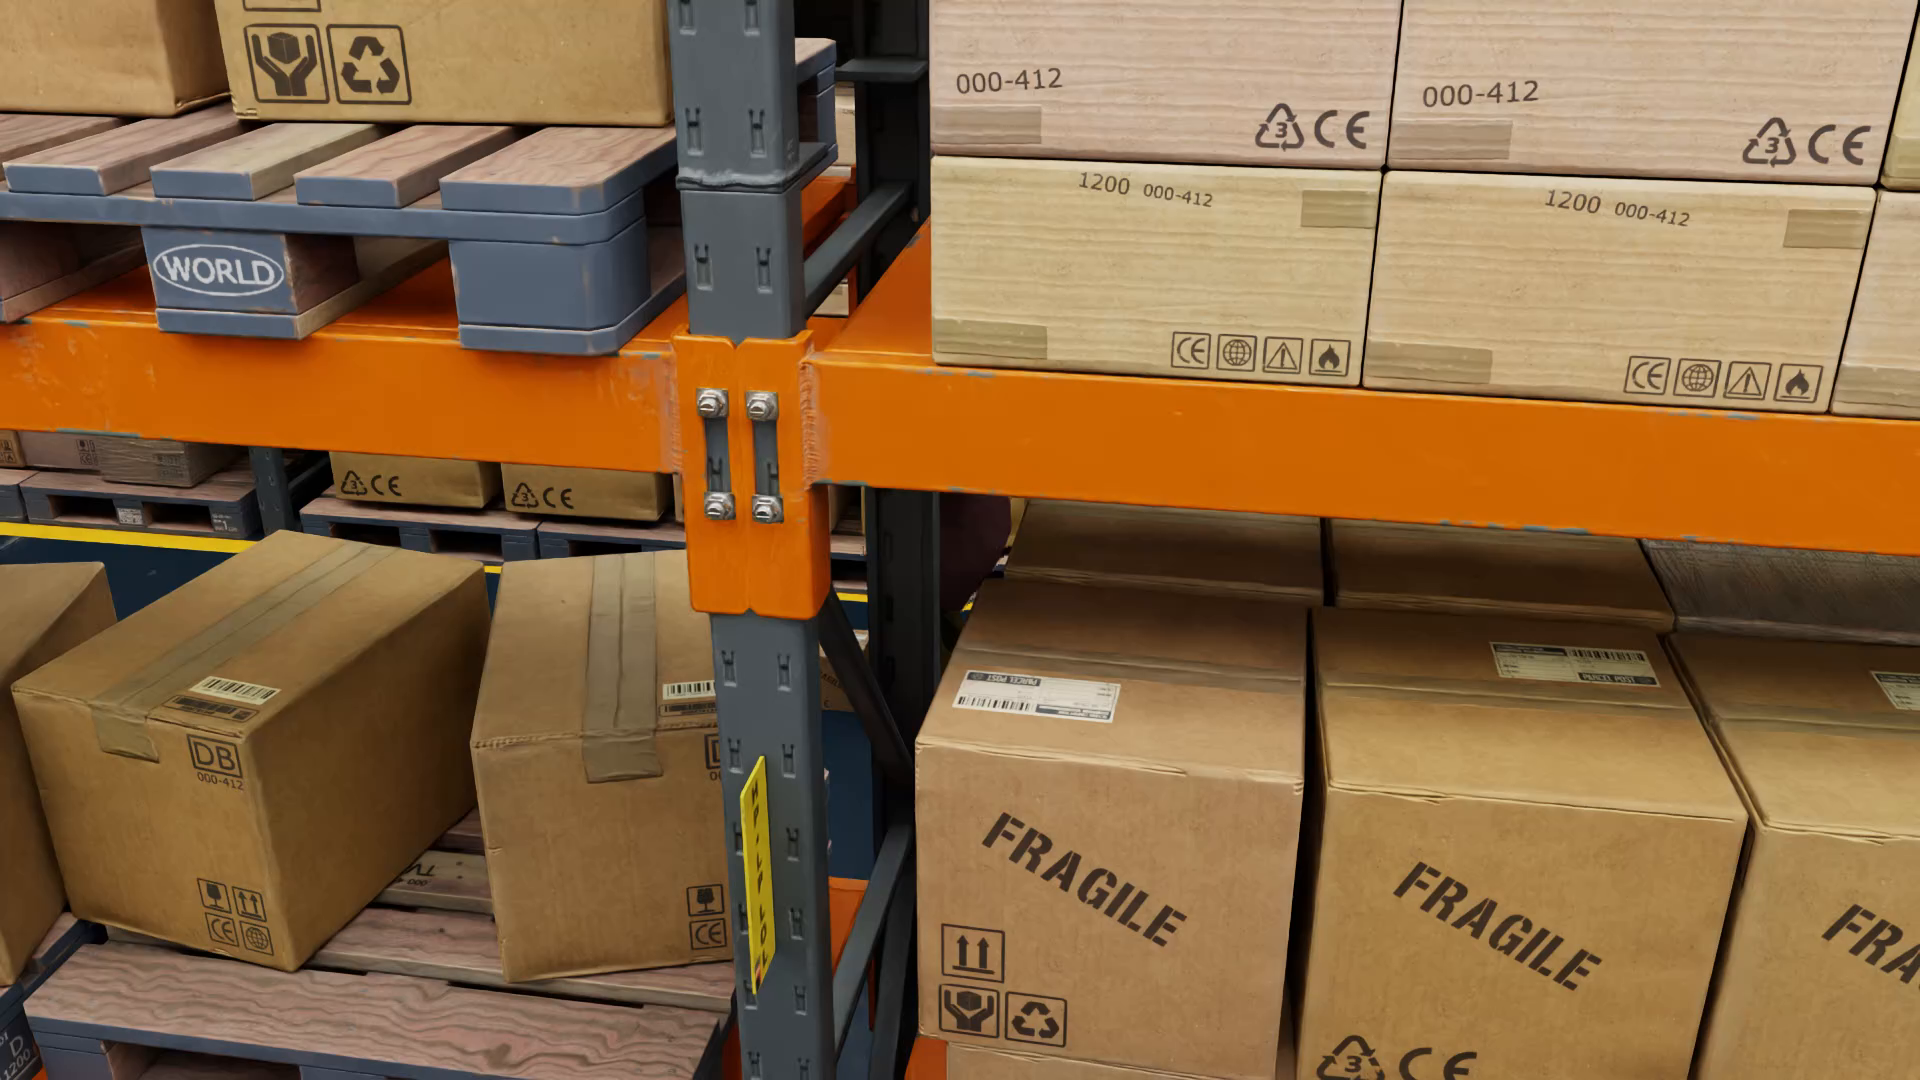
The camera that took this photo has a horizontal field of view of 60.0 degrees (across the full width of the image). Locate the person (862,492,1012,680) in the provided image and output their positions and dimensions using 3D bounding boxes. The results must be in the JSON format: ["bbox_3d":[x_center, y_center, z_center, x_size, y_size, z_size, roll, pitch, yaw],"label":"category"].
[{"bbox_3d":[-0.073,-0.021,6.344,0.522,1.644,0.611,5,25,10],"label":"person"}]
